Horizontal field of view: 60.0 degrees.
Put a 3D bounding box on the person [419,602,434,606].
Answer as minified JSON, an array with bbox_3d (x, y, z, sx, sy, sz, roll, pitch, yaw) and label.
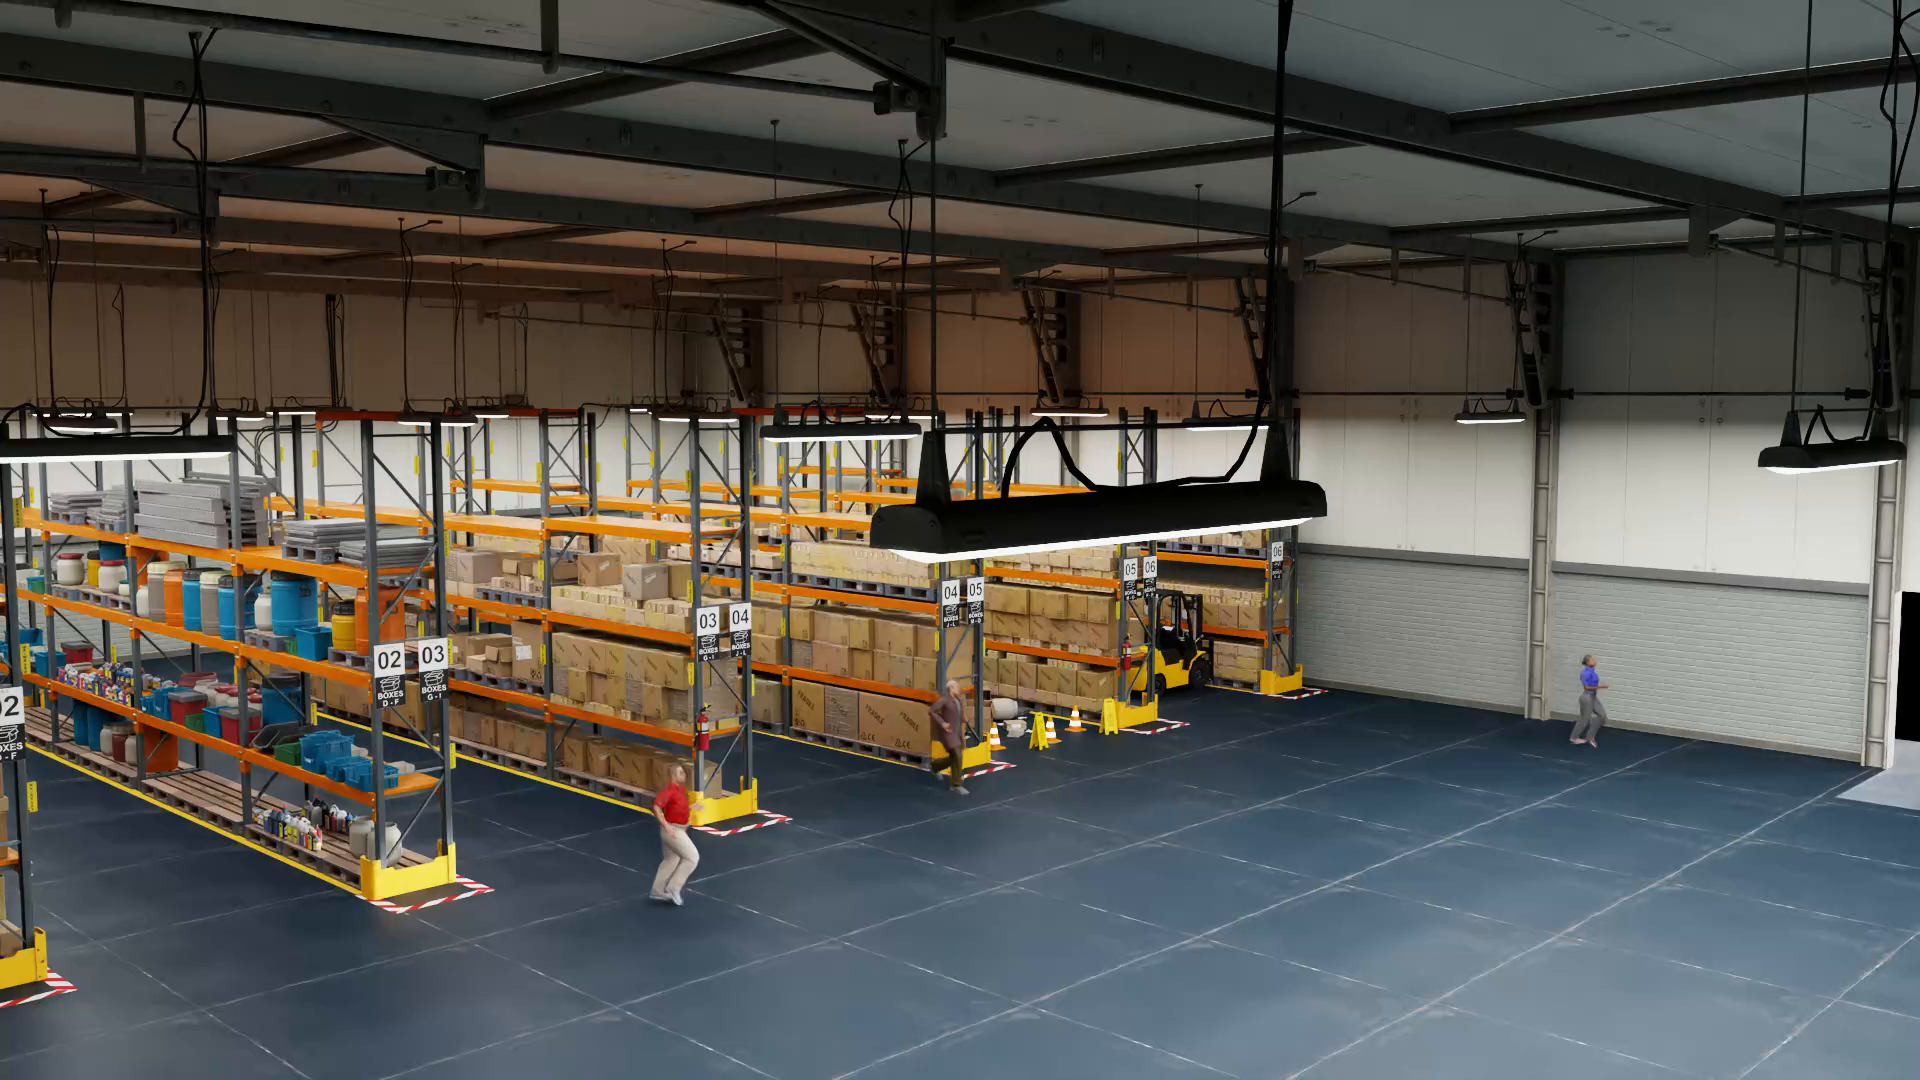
[{"bbox_3d":[-12.810,2.040,39.821,0.524,1.546,0.517,1,5,10],"label":"person"}]

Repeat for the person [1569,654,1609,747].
[{"bbox_3d":[11.283,2.884,29.758,0.677,1.684,0.559,4,6,37],"label":"person"}]

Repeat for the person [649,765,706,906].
[{"bbox_3d":[-3.509,3.665,20.670,0.715,1.759,0.630,-1,5,-11],"label":"person"}]

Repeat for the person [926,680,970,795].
[{"bbox_3d":[-0.142,3.126,26.645,0.964,1.756,0.733,3,6,29],"label":"person"}]
